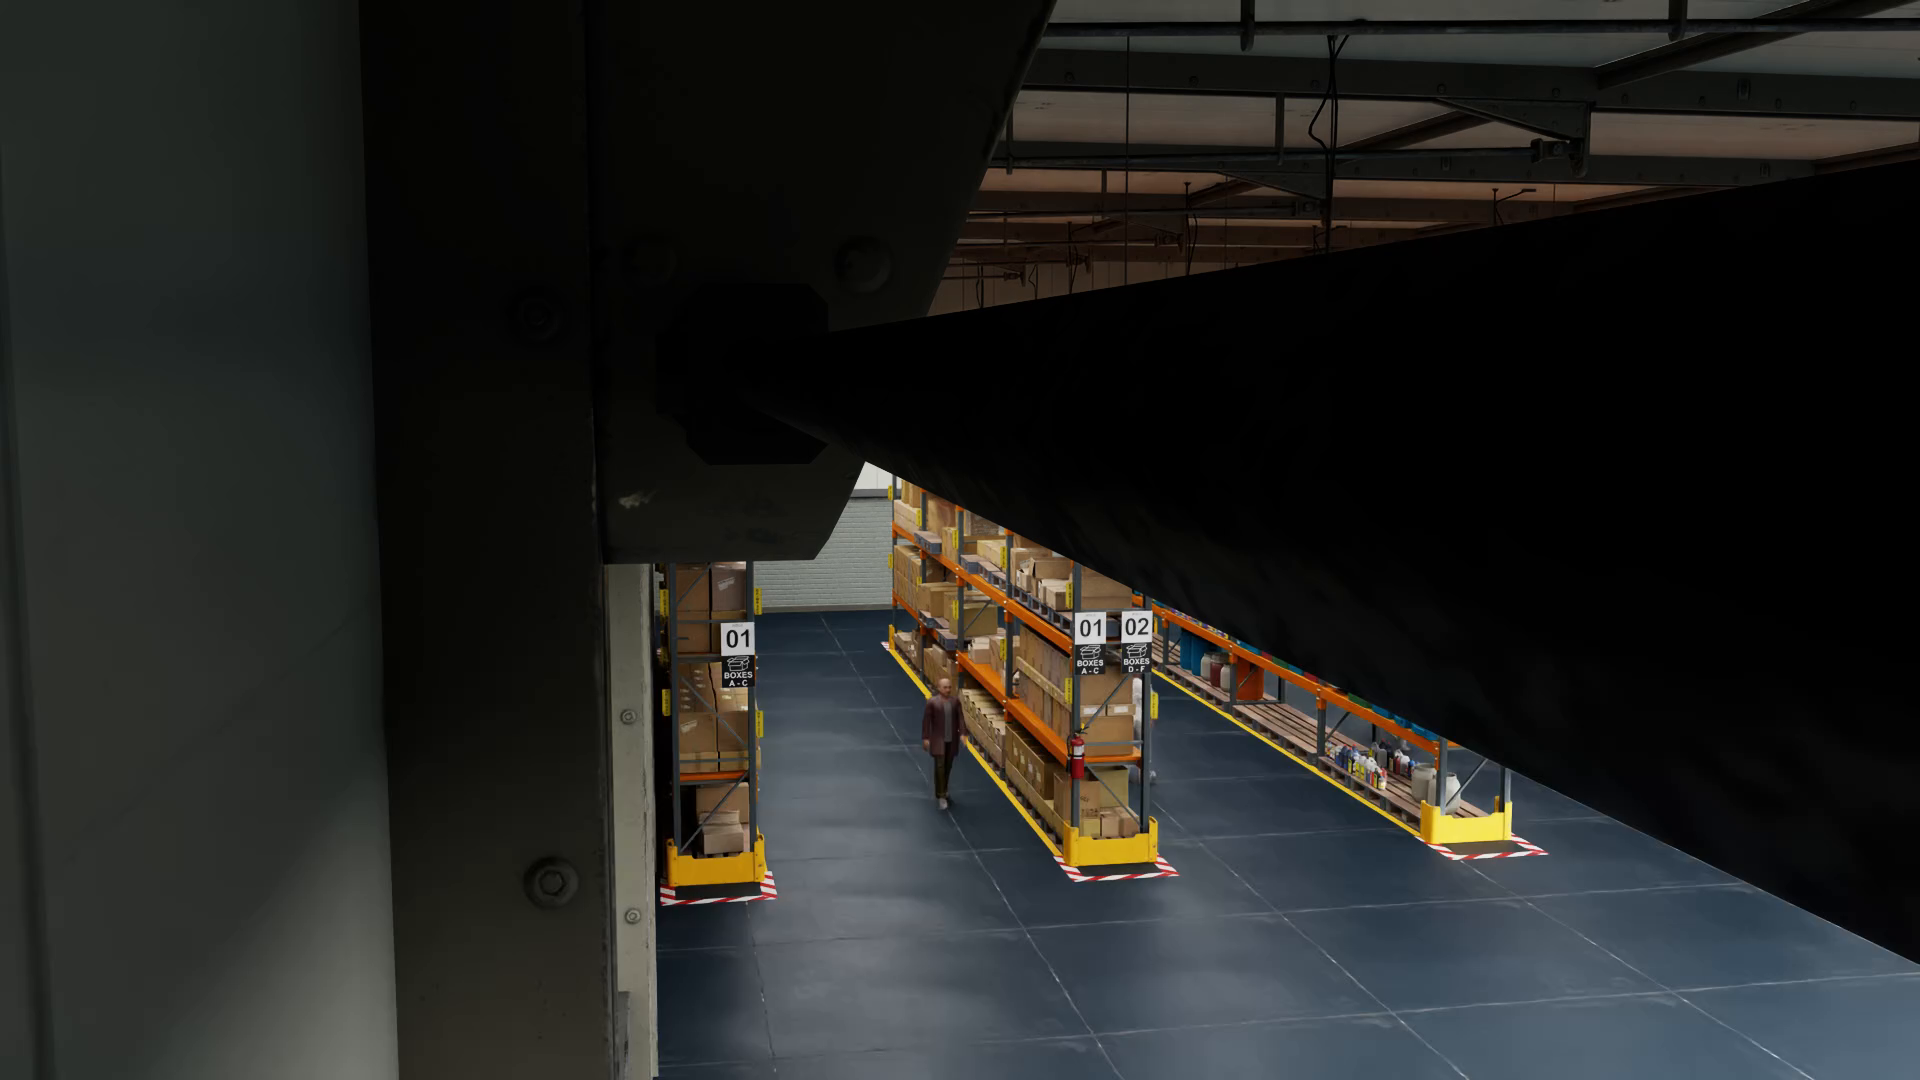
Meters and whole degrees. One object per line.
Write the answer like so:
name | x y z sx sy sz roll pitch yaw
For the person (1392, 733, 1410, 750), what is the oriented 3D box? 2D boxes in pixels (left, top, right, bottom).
person | 7.188 2.607 27.267 0.434 1.541 0.976 -1 6 -6

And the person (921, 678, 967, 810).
person | -0.195 2.879 23.799 0.612 1.780 0.814 -3 7 -27

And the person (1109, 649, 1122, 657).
person | 3.222 1.885 33.151 0.530 1.728 0.561 5 8 40

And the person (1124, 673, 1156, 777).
person | 2.681 2.725 25.279 0.593 1.746 0.939 1 6 6
